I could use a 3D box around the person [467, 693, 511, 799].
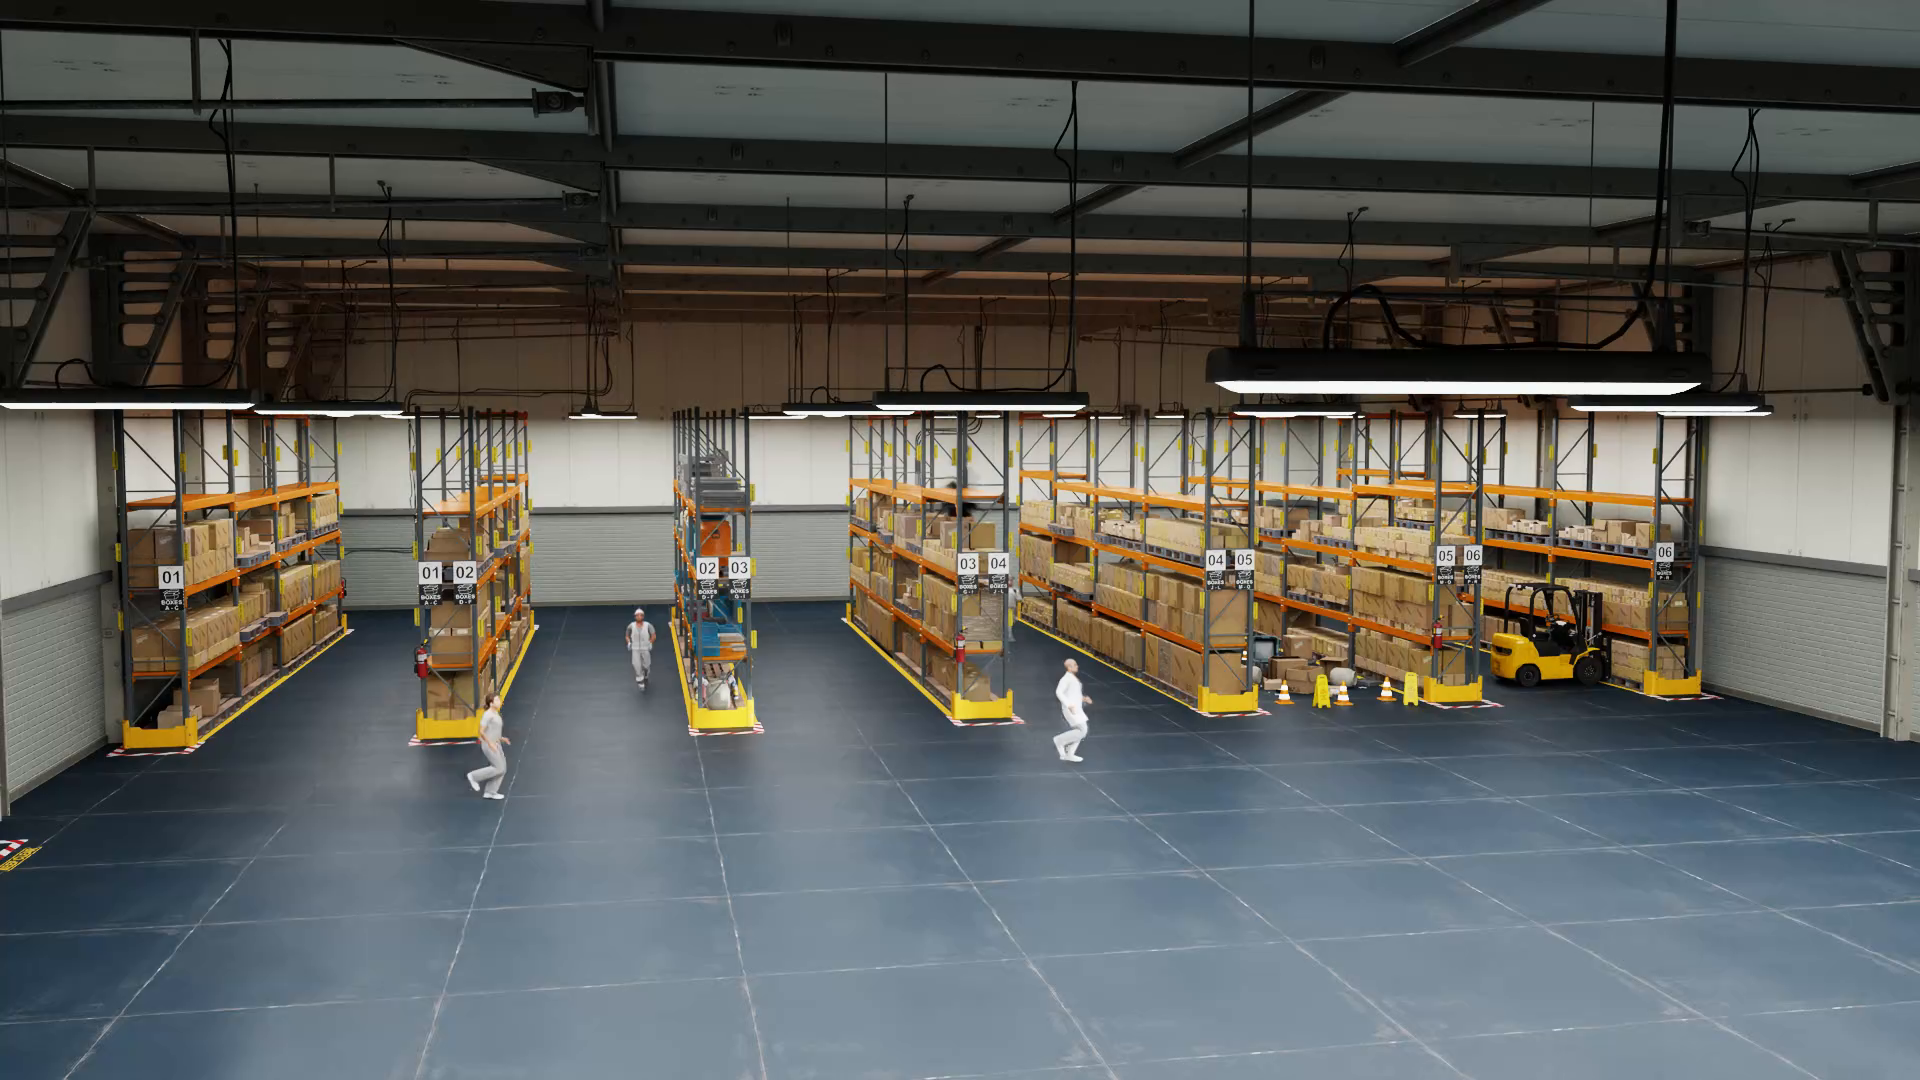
[{"bbox_3d":[-7.158,3.128,25.249,0.602,1.619,0.548,0,4,3],"label":"person"}]

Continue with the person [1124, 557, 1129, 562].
[{"bbox_3d":[5.229,1.327,50.622,0.796,1.603,0.522,0,4,1],"label":"person"}]

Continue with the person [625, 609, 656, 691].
[{"bbox_3d":[-6.783,2.341,35.294,0.636,1.741,0.541,-1,4,-9],"label":"person"}]

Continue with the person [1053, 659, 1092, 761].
[{"bbox_3d":[1.903,2.867,28.008,0.633,1.733,0.707,1,4,13],"label":"person"}]

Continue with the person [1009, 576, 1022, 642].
[{"bbox_3d":[1.309,1.772,43.423,0.614,1.674,0.938,-1,4,-15],"label":"person"}]
